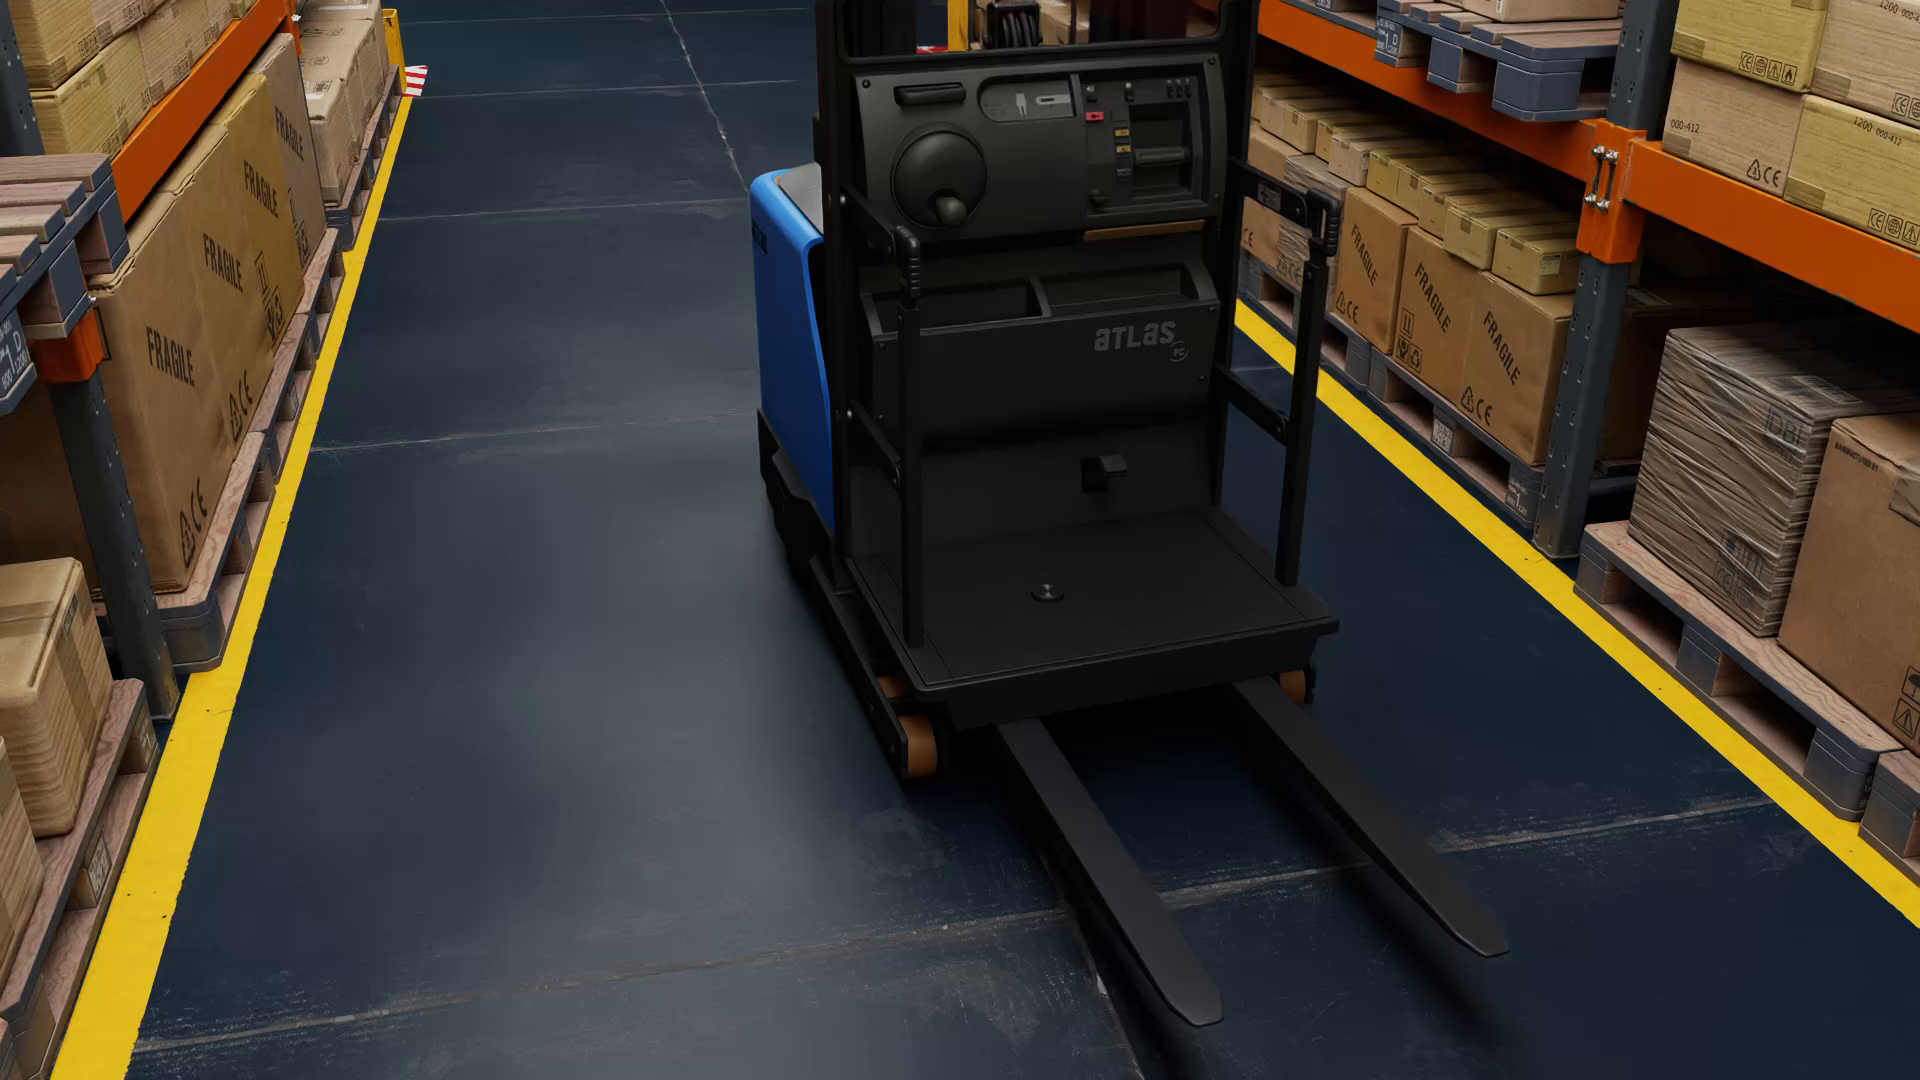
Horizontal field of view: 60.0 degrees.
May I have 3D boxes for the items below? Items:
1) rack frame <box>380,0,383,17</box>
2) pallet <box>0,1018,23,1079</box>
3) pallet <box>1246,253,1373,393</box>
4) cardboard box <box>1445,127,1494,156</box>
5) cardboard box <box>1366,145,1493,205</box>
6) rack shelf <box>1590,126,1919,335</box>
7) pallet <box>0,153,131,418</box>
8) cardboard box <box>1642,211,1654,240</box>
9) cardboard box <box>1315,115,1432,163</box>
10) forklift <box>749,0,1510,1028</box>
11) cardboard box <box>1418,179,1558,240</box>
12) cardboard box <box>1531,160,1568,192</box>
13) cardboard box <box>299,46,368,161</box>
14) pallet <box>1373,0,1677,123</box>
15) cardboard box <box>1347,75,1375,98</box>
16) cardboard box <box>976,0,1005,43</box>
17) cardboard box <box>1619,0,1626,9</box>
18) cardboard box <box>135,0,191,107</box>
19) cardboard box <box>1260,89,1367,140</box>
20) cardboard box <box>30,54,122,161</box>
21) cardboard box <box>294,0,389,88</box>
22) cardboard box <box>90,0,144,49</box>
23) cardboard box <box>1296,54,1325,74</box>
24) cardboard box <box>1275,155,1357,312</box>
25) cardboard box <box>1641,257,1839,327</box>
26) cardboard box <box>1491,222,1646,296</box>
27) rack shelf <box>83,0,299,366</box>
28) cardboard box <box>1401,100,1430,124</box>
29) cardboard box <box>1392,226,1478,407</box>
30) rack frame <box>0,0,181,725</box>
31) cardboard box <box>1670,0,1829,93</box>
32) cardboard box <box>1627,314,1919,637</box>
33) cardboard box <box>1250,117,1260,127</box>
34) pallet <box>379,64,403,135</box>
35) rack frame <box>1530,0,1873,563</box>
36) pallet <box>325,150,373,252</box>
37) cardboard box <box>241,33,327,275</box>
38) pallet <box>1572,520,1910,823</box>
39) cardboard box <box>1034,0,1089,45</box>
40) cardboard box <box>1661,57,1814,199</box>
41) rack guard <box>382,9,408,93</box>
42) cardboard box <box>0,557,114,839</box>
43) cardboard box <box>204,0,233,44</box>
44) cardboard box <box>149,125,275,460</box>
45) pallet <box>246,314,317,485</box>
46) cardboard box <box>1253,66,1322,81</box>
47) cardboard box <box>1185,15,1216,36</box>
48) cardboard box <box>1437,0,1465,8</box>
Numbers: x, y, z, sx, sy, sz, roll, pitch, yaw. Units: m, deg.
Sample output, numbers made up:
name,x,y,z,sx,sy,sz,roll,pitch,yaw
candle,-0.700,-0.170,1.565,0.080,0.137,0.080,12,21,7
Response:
name,x,y,z,sx,sy,sz,roll,pitch,yaw
rack frame,-4.346,-4.354,10.547,1.000,3.000,0.127,-6,27,-12
pallet,-2.097,1.281,2.479,1.003,0.211,1.213,-6,27,-12
pallet,1.889,-0.969,6.935,1.003,0.211,1.213,-6,27,-12
cardboard box,2.134,-1.532,6.544,0.380,0.149,0.250,-6,27,-11
cardboard box,1.753,-1.367,6.217,0.380,0.149,0.250,-6,27,-12
rack shelf,2.742,-0.149,3.014,1.077,0.370,4.000,-6,27,-12
pallet,-2.279,-0.454,3.034,1.213,0.211,1.003,-6,27,-12
cardboard box,2.444,-1.089,5.666,0.380,0.149,0.250,-5,27,-10
cardboard box,1.656,-1.598,6.675,0.380,0.149,0.250,-6,27,-11
forklift,0.276,-0.924,3.827,1.130,2.935,3.031,-8,28,-16
cardboard box,1.825,-1.137,5.761,0.380,0.149,0.250,-7,28,-13
cardboard box,2.339,-1.319,6.122,0.380,0.149,0.250,-7,28,-14
cardboard box,-3.684,-2.321,8.897,0.875,0.438,0.875,-7,28,-13
pallet,2.070,-1.552,5.210,1.213,0.211,1.003,-6,27,-12
cardboard box,1.965,-2.002,7.476,0.380,0.149,0.250,-7,28,-14
cardboard box,0.534,-3.655,11.466,0.797,0.503,0.637,-7,28,-14
cardboard box,2.328,-1.822,4.953,0.500,0.500,0.500,-5,27,-9
cardboard box,-2.654,-1.470,5.000,0.500,0.250,0.500,-5,27,-10
cardboard box,1.513,-1.823,7.120,0.380,0.149,0.250,-6,27,-12
cardboard box,-2.409,-1.015,4.099,0.500,0.250,0.500,-6,27,-12
cardboard box,-4.100,-3.118,10.476,0.875,0.438,0.875,-7,28,-13
cardboard box,-2.533,-1.473,4.451,0.500,0.250,0.500,-5,27,-10
cardboard box,1.819,-2.218,7.903,0.380,0.149,0.250,-6,27,-12
cardboard box,1.629,-1.259,6.724,0.500,0.500,0.500,-7,28,-13
cardboard box,2.470,-0.633,5.483,0.500,0.500,0.500,-5,27,-10
cardboard box,1.934,-0.900,5.292,0.380,0.149,0.250,-7,28,-14
rack shelf,-2.994,-1.399,5.491,1.077,0.370,4.000,-6,27,-12
cardboard box,2.087,-1.769,7.013,0.380,0.149,0.250,-6,27,-11
cardboard box,1.884,-0.804,5.822,0.500,0.500,0.500,-6,27,-12
rack frame,-2.544,-0.842,3.589,1.000,3.000,0.127,-6,27,-12
cardboard box,2.129,-1.282,4.072,0.500,0.250,0.500,-6,27,-12
cardboard box,2.419,-0.200,4.486,0.875,0.625,0.625,-5,27,-10
cardboard box,1.410,-1.707,7.612,0.500,0.500,0.500,-6,27,-12
pallet,-4.090,-2.766,10.496,1.003,0.211,1.213,-6,27,-12
rack frame,2.292,-1.348,4.591,1.000,3.000,0.127,-6,27,-12
pallet,-3.540,-1.695,8.374,1.003,0.211,1.213,-6,27,-12
cardboard box,-3.227,-1.573,6.929,0.875,0.875,0.875,-5,27,-10
pallet,2.439,0.263,4.496,1.003,0.211,1.213,-6,27,-12
cardboard box,0.711,-3.032,10.236,0.500,0.500,0.500,-5,27,-11
cardboard box,2.154,-1.061,4.190,0.500,0.250,0.500,-6,27,-11
rack guard,-4.352,-3.249,11.131,1.175,0.500,0.348,-6,27,-12
cardboard box,-2.426,0.393,3.593,0.950,0.372,0.625,-8,28,-15
cardboard box,-2.889,-1.913,5.877,0.500,0.250,0.500,-7,28,-13
cardboard box,-2.815,-0.785,5.367,0.875,0.875,0.875,-6,27,-11
pallet,-2.919,-0.485,5.977,1.003,0.211,1.213,-6,27,-12
cardboard box,1.419,-2.055,7.581,0.380,0.149,0.250,-7,28,-14
cardboard box,1.271,-2.419,7.972,0.380,0.149,0.250,-6,27,-12
cardboard box,1.738,-1.898,5.383,0.500,0.250,0.500,-7,28,-14
